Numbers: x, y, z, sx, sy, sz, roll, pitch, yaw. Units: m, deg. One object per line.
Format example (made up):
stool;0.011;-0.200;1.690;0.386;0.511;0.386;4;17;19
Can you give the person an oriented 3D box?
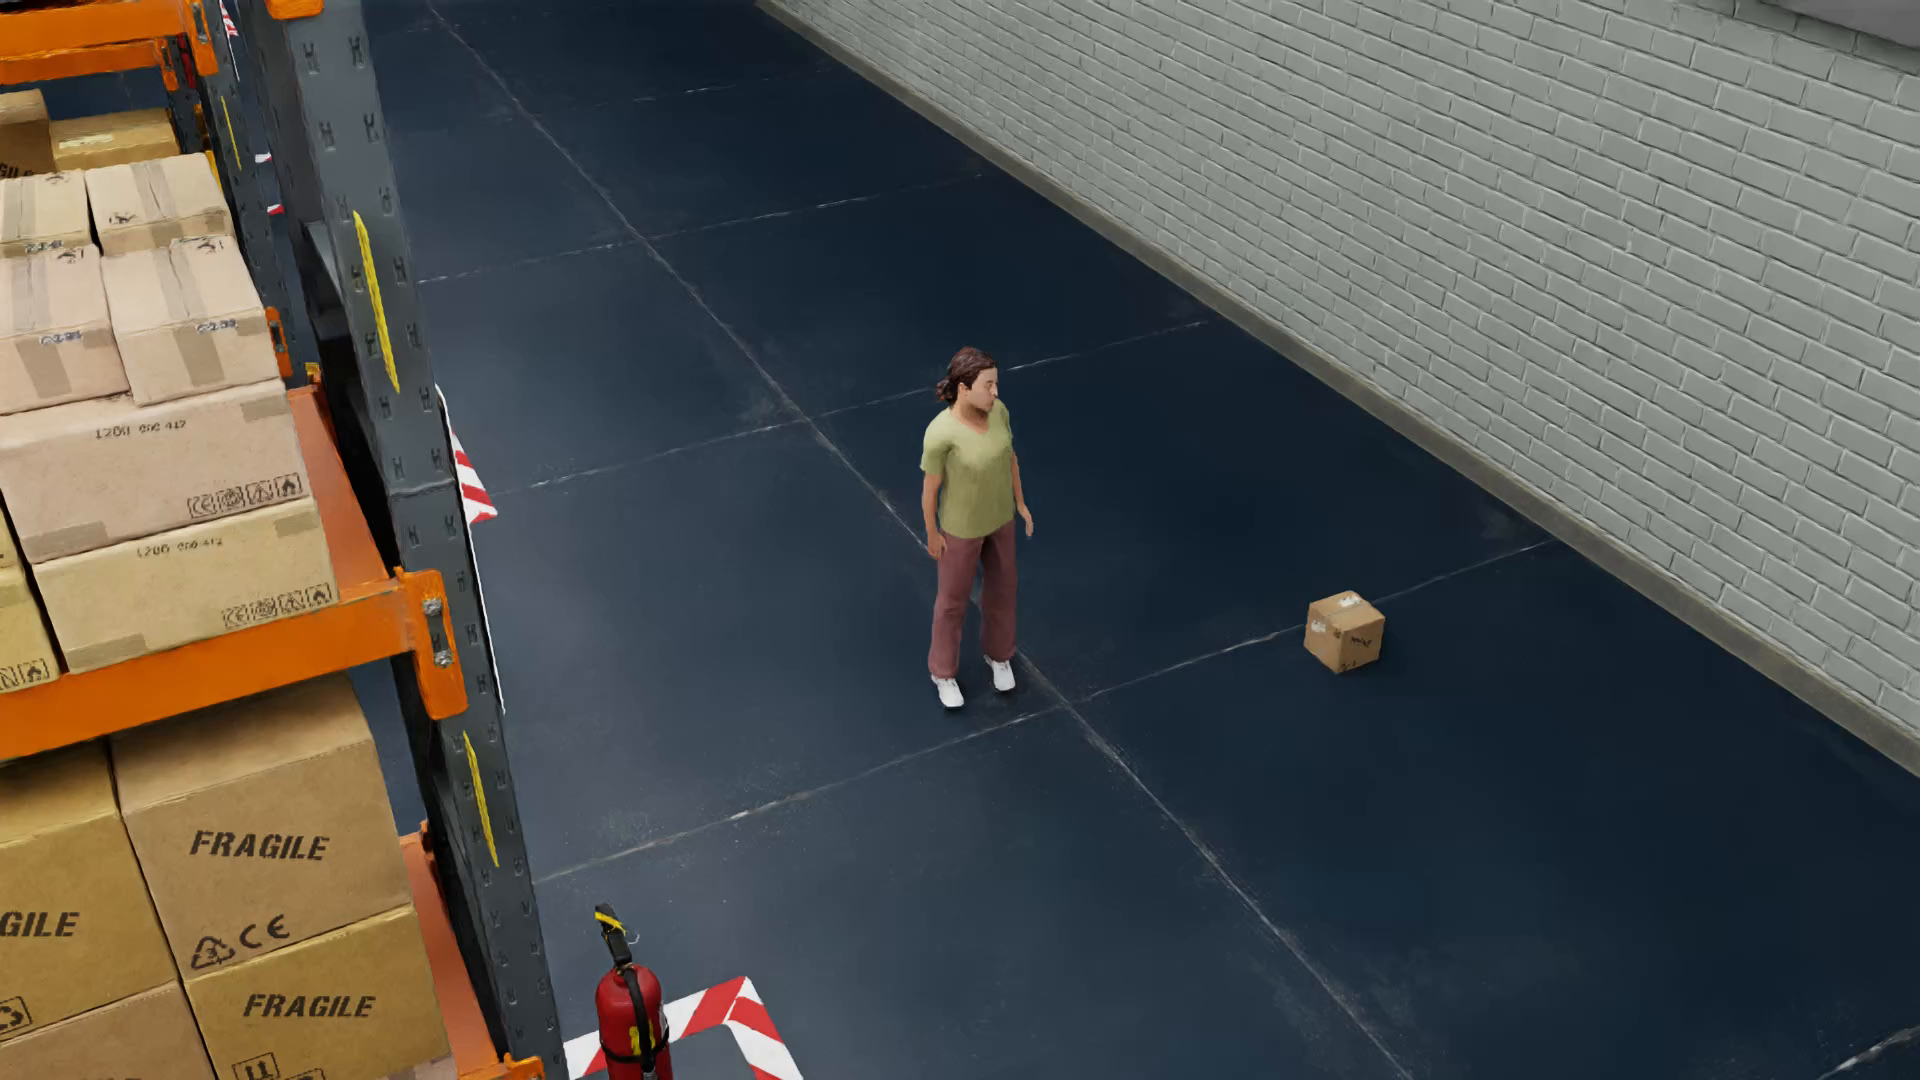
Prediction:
person;0.073;-0.062;7.194;0.494;1.681;0.371;-22;39;-30
